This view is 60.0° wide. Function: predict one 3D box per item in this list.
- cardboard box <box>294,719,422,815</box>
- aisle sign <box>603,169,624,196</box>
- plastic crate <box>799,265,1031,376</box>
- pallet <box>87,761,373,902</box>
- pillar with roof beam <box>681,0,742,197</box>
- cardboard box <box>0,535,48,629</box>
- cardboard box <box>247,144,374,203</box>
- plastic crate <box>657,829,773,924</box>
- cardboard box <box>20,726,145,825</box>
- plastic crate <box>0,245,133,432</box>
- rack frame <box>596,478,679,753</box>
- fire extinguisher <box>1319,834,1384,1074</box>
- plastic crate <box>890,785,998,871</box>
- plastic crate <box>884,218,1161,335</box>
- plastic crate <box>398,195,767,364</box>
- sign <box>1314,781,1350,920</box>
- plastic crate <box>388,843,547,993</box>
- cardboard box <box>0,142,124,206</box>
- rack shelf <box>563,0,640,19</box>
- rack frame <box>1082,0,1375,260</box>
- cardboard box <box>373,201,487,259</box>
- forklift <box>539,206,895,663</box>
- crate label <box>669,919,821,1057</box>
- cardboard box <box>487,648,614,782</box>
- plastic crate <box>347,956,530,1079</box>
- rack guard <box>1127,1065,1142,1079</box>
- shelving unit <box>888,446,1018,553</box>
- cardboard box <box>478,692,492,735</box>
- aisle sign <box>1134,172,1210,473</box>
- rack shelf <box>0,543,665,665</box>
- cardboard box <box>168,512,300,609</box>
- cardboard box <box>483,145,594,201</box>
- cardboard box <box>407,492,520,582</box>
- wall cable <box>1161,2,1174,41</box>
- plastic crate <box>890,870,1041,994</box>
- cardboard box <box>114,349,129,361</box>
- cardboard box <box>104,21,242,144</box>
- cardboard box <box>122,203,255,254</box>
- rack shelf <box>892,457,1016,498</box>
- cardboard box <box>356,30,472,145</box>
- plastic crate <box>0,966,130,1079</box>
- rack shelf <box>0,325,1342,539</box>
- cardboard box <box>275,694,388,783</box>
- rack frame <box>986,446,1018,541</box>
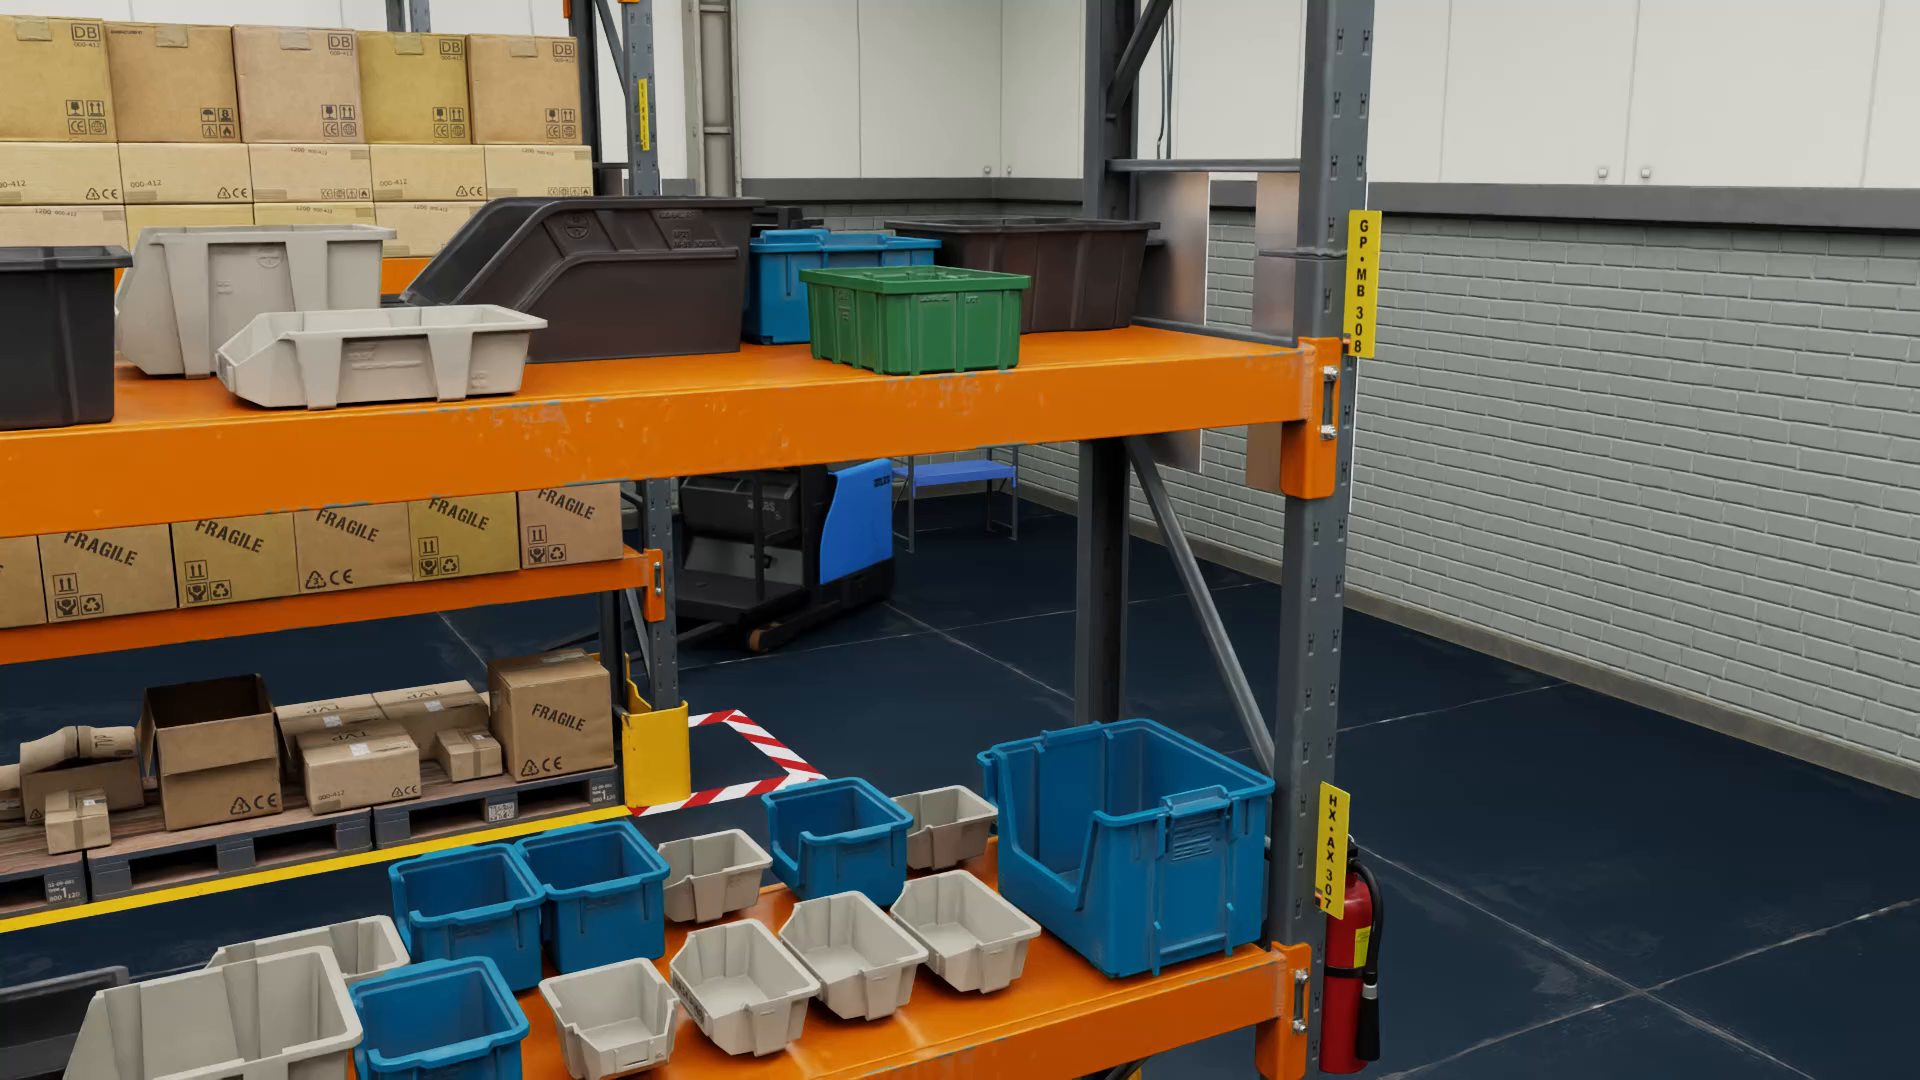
[{"bbox_3d":[-2.950,1.102,8.141,0.500,0.250,0.500,-7,14,-28],"label":"cardboard box"},{"bbox_3d":[-1.824,-1.556,8.769,0.004,0.787,0.394,-7,14,-28],"label":"aisle sign"},{"bbox_3d":[-0.102,-0.470,3.516,0.336,0.188,0.450,-7,14,-28],"label":"plastic crate"},{"bbox_3d":[-3.578,1.356,8.102,1.213,0.211,1.003,-7,14,-28],"label":"pallet"},{"bbox_3d":[-0.102,-3.726,10.669,0.400,9.000,9.100,-7,14,-28],"label":"pillar with roof beam"},{"bbox_3d":[-4.228,0.093,7.138,0.500,0.500,0.500,-7,14,-27],"label":"cardboard box"},{"bbox_3d":[-2.951,-1.650,7.481,0.500,0.250,0.500,-7,14,-28],"label":"cardboard box"},{"bbox_3d":[-0.664,0.882,4.321,0.298,0.136,0.250,-7,14,-28],"label":"plastic crate"},{"bbox_3d":[-4.231,1.101,8.008,0.500,0.311,0.500,-7,14,-28],"label":"cardboard box"},{"bbox_3d":[-1.662,-0.325,2.689,0.590,0.269,0.497,-7,14,-28],"label":"plastic crate"},{"bbox_3d":[-1.743,-0.224,8.771,0.127,3.000,1.000,-7,14,-28],"label":"rack frame"},{"bbox_3d":[0.977,1.023,4.259,0.183,0.674,0.296,-7,14,-28],"label":"fire extinguisher"},{"bbox_3d":[-0.069,0.811,4.638,0.298,0.136,0.250,-7,14,-28],"label":"plastic crate"},{"bbox_3d":[0.156,-0.682,4.272,0.590,0.269,0.497,-7,14,-28],"label":"plastic crate"},{"bbox_3d":[-0.846,-0.594,3.727,0.767,0.338,0.504,-7,14,-28],"label":"plastic crate"},{"bbox_3d":[0.905,0.756,4.047,0.005,0.325,0.100,-7,14,-28],"label":"sign"},{"bbox_3d":[-1.166,0.916,3.950,0.300,0.233,0.416,-7,14,-28],"label":"plastic crate"},{"bbox_3d":[-3.826,-1.544,7.007,0.500,0.250,0.500,-7,14,-28],"label":"cardboard box"},{"bbox_3d":[-3.498,-2.588,7.257,4.000,0.370,1.077,-7,14,-28],"label":"rack shelf"},{"bbox_3d":[0.627,-2.196,3.869,0.127,3.000,1.000,-7,14,-28],"label":"rack frame"},{"bbox_3d":[-2.512,-1.459,7.768,0.500,0.250,0.500,-7,14,-28],"label":"cardboard box"},{"bbox_3d":[-1.647,-0.778,11.389,1.130,2.935,3.031,7,14,28],"label":"forklift"},{"bbox_3d":[-0.496,1.013,3.740,0.243,0.136,0.396,-7,14,-28],"label":"crate label"},{"bbox_3d":[-2.102,0.886,8.532,0.500,0.500,0.500,-7,14,-28],"label":"cardboard box"},{"bbox_3d":[-1.053,1.049,3.360,0.300,0.233,0.416,-7,14,-28],"label":"plastic crate"},{"bbox_3d":[0.642,1.946,4.825,0.348,0.500,1.175,-7,14,-28],"label":"rack guard"},{"bbox_3d":[-0.075,-0.723,14.405,1.048,1.500,0.538,-7,14,-28],"label":"shelving unit"},{"bbox_3d":[-2.495,0.948,9.016,0.250,0.166,0.380,-7,14,-28],"label":"cardboard box"},{"bbox_3d":[0.548,-0.602,4.531,0.004,0.787,0.394,-7,14,-28],"label":"aisle sign"},{"bbox_3d":[-3.498,0.338,7.915,4.000,0.370,1.077,-7,14,-28],"label":"rack shelf"},{"bbox_3d":[-3.342,-0.013,7.608,0.500,0.500,0.500,-7,14,-29],"label":"cardboard box"},{"bbox_3d":[-2.072,-1.755,7.945,0.500,0.250,0.500,-7,14,-28],"label":"cardboard box"},{"bbox_3d":[-2.459,-0.118,8.072,0.500,0.500,0.500,-7,14,-27],"label":"cardboard box"},{"bbox_3d":[2.312,-5.059,12.161,0.112,2.526,3.097,-7,14,-28],"label":"wall cable"},{"bbox_3d":[-0.002,0.951,4.014,0.243,0.136,0.396,-7,14,-28],"label":"plastic crate"},{"bbox_3d":[-5.869,-1.112,12.033,0.700,0.700,0.980,-8,15,-31],"label":"cardboard box"},{"bbox_3d":[-3.537,-2.022,7.427,0.500,0.500,0.700,-7,14,-28],"label":"cardboard box"},{"bbox_3d":[-3.391,-1.354,7.303,0.500,0.250,0.500,-7,14,-28],"label":"cardboard box"},{"bbox_3d":[-0.075,-0.547,14.444,1.000,0.185,0.538,-7,14,-28],"label":"rack shelf"},{"bbox_3d":[-2.665,-2.130,7.906,0.500,0.500,0.700,-7,14,-28],"label":"cardboard box"},{"bbox_3d":[-2.030,1.087,3.435,0.590,0.125,0.437,-7,14,-28],"label":"plastic crate"},{"bbox_3d":[-1.128,-0.171,3.343,4.000,0.370,1.077,-7,14,-28],"label":"rack shelf"},{"bbox_3d":[-3.234,1.011,8.546,0.500,0.250,0.500,-7,14,-28],"label":"cardboard box"},{"bbox_3d":[0.371,-0.776,14.642,0.032,1.500,0.500,-7,14,-28],"label":"rack frame"}]
